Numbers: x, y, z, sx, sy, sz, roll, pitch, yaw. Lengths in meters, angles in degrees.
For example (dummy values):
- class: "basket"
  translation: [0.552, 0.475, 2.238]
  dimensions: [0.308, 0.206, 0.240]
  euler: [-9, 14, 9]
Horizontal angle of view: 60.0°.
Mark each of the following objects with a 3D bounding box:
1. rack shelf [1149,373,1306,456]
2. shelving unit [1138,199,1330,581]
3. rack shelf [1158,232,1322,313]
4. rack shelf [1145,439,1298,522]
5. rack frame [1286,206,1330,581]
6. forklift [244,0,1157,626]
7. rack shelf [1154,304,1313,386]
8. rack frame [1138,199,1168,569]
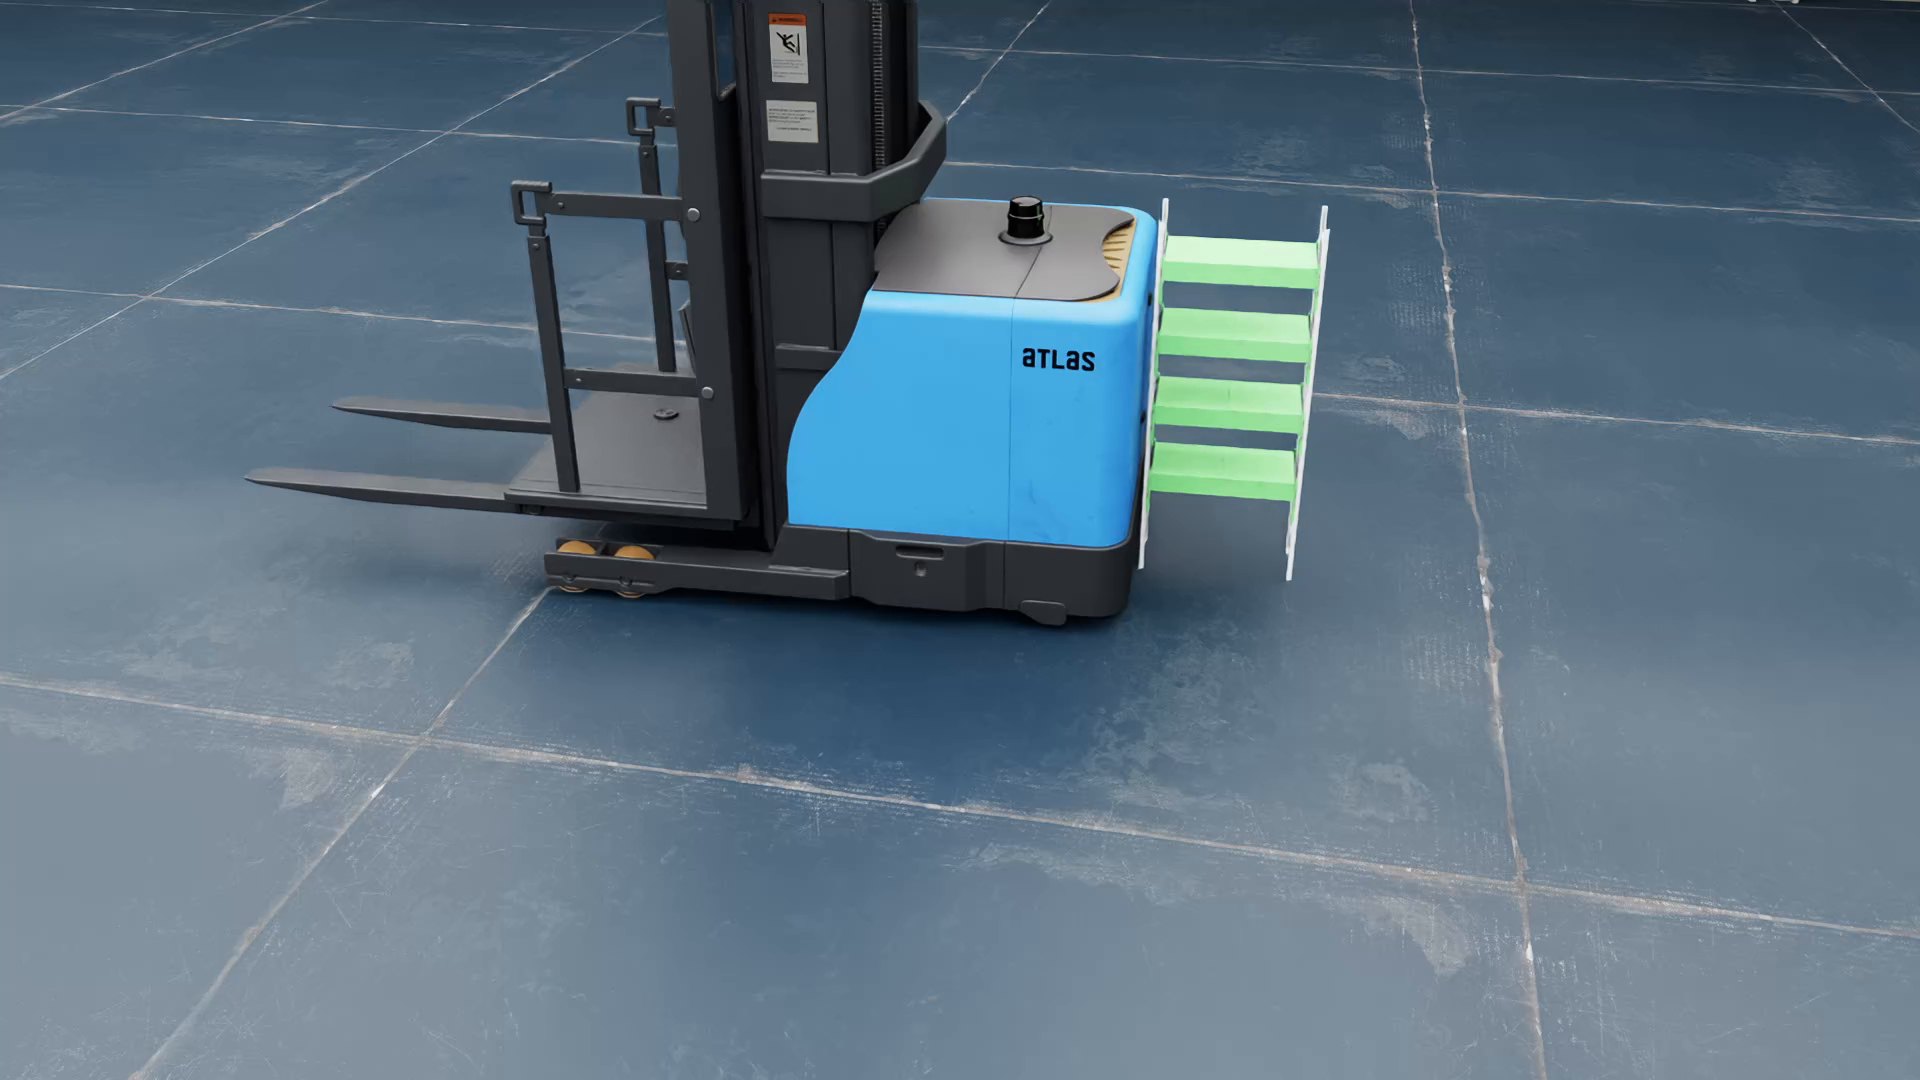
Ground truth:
- class: "rack shelf"
  translation: [0.866, -0.410, 5.382]
  dimensions: [0.480, 0.148, 0.258]
  euler: [5, 29, 8]
- class: "shelving unit"
  translation: [0.866, -0.466, 5.351]
  dimensions: [0.503, 1.200, 0.258]
  euler: [5, 29, 8]
- class: "rack shelf"
  translation: [0.866, -0.831, 5.152]
  dimensions: [0.480, 0.148, 0.258]
  euler: [5, 29, 8]
- class: "rack shelf"
  translation: [0.866, -0.199, 5.497]
  dimensions: [0.480, 0.148, 0.258]
  euler: [5, 29, 8]
- class: "rack frame"
  translation: [1.106, -0.447, 5.317]
  dimensions: [0.015, 1.200, 0.240]
  euler: [5, 29, 8]
- class: "forklift"
  translation: [-0.898, -1.342, 5.148]
  dimensions: [3.031, 2.935, 1.130]
  euler: [5, 29, 8]
- class: "rack shelf"
  translation: [0.866, -0.620, 5.267]
  dimensions: [0.480, 0.148, 0.258]
  euler: [5, 29, 8]
- class: "rack frame"
  translation: [0.625, -0.485, 5.386]
  dimensions: [0.015, 1.200, 0.240]
  euler: [5, 29, 8]
